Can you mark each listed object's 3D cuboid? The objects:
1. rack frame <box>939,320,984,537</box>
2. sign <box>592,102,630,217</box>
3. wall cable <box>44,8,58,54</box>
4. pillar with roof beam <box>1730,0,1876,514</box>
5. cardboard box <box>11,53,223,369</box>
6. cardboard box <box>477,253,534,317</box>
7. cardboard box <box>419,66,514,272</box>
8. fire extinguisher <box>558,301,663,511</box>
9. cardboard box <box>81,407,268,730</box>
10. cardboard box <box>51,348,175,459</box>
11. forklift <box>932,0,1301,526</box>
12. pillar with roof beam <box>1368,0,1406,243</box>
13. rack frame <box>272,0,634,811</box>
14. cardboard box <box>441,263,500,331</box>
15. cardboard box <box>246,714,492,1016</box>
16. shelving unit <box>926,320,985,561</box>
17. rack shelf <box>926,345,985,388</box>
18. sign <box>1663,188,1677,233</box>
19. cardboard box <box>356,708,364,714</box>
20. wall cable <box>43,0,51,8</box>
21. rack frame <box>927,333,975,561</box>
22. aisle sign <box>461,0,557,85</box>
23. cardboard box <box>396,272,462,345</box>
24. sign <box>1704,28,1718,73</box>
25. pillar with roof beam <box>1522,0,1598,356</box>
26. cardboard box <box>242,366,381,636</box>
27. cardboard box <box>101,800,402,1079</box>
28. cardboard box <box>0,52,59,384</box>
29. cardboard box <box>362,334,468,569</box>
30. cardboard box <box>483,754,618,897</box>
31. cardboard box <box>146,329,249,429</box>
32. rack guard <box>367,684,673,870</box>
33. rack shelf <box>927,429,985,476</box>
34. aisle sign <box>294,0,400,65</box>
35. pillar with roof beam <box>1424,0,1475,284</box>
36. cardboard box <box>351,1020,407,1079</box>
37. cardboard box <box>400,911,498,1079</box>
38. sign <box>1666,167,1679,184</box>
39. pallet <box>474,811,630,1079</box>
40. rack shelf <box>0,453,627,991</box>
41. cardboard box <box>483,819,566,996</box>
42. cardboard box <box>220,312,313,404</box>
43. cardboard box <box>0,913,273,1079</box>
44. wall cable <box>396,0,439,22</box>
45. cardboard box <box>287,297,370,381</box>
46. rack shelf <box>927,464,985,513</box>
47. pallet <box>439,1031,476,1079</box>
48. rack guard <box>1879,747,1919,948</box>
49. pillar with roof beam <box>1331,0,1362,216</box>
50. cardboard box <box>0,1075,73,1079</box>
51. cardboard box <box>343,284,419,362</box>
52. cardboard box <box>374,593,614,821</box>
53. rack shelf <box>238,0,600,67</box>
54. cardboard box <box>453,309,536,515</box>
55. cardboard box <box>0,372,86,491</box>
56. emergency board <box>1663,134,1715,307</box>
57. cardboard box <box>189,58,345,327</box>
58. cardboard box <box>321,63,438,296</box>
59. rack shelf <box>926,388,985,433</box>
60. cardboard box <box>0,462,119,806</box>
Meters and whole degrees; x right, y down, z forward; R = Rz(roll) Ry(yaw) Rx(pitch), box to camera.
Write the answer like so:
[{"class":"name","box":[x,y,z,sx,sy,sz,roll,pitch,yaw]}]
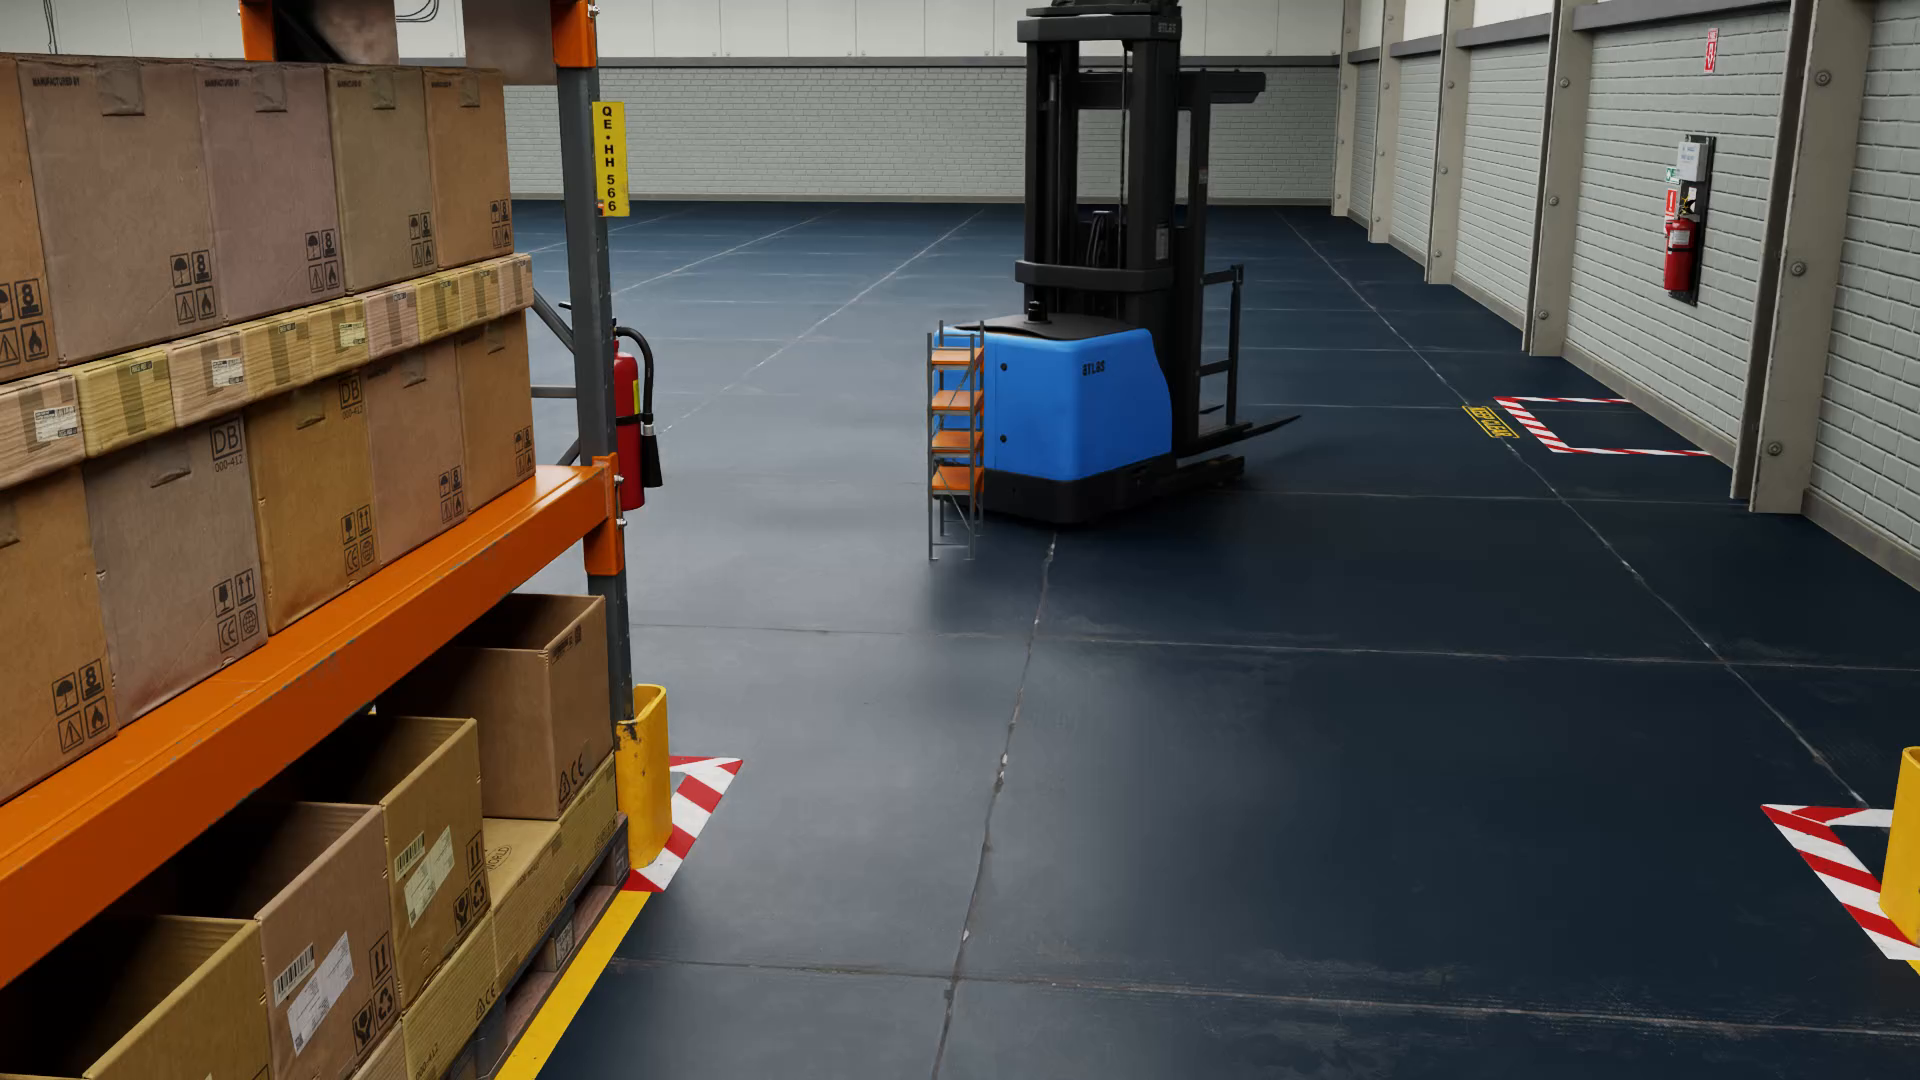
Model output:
[{"class":"rack frame","box":[0.009,-0.600,9.081,0.240,1.200,0.015,2,15,6]},{"class":"sign","box":[-1.018,-1.107,4.837,0.100,0.325,0.005,2,15,6]},{"class":"wall cable","box":[-22.120,-10.932,38.300,3.097,2.526,0.112,2,15,6]},{"class":"pillar with roof beam","box":[0.547,-4.680,9.231,9.100,9.000,0.400,2,15,6]},{"class":"cardboard box","box":[-1.793,-0.596,2.943,0.700,0.500,0.500,2,15,6]},{"class":"cardboard box","box":[-1.409,-0.710,4.606,0.380,0.149,0.250,1,15,5]},{"class":"cardboard box","box":[-1.627,-0.993,4.412,0.700,0.500,0.500,2,15,6]},{"class":"fire extinguisher","box":[-1.081,-0.433,5.164,0.296,0.674,0.183,2,15,6]},{"class":"cardboard box","box":[-1.793,0.021,3.147,0.700,0.500,0.500,2,15,8]},{"class":"cardboard box","box":[-1.613,-0.243,2.880,0.380,0.149,0.250,2,15,6]},{"class":"forklift","box":[1.150,-1.817,10.267,1.130,2.935,3.031,12,19,38]},{"class":"pillar with roof beam","box":[2.578,-9.349,26.496,9.100,9.000,0.400,2,15,6]},{"class":"rack frame","box":[-1.556,-0.453,5.091,1.000,3.000,0.127,2,15,6]},{"class":"cardboard box","box":[-1.437,-0.642,4.355,0.380,0.149,0.250,2,15,8]},{"class":"cardboard box","box":[-1.419,0.717,3.790,0.500,0.500,0.500,2,15,6]},{"class":"shelving unit","box":[-0.019,-0.536,8.847,0.258,1.200,0.503,2,15,6]},{"class":"rack shelf","box":[-0.019,-0.916,8.744,0.258,0.148,0.480,2,15,6]},{"class":"sign","box":[5.306,-2.455,12.425,0.001,0.329,0.234,2,15,6]},{"class":"cardboard box","box":[-1.892,0.572,4.328,0.500,0.500,0.500,2,15,6]},{"class":"wall cable","box":[-19.432,-13.290,37.346,3.097,2.526,0.112,2,15,6]},{"class":"rack frame","box":[-0.046,-0.473,8.613,0.240,1.200,0.015,2,15,6]},{"class":"aisle sign","box":[-1.256,-1.716,4.783,0.394,0.787,0.004,2,15,6]},{"class":"cardboard box","box":[-1.466,-0.576,4.110,0.380,0.149,0.250,1,15,5]},{"class":"sign","box":[5.241,-3.415,11.605,0.001,0.298,0.199,2,15,6]},{"class":"pillar with roof beam","box":[1.224,-6.236,14.986,9.100,9.000,0.400,2,15,6]},{"class":"cardboard box","box":[-1.737,-0.116,3.652,0.700,0.500,0.500,2,15,7]},{"class":"cardboard box","box":[-1.476,0.847,3.311,0.500,0.500,0.500,2,15,6]},{"class":"cardboard box","box":[-1.850,-0.466,2.464,0.700,0.500,0.500,2,15,6]},{"class":"cardboard box","box":[-1.675,-0.244,4.128,0.700,0.500,0.500,2,15,8]},{"class":"cardboard box","box":[-1.322,0.819,4.849,0.500,0.250,0.500,2,15,6]},{"class":"cardboard box","box":[-1.582,-0.307,3.118,0.380,0.149,0.250,1,15,5]},{"class":"rack guard","box":[-1.553,0.747,5.441,1.175,0.500,0.348,2,15,6]},{"class":"rack shelf","box":[-0.019,-0.471,8.864,0.258,0.148,0.480,2,15,6]},{"class":"aisle sign","box":[-1.852,-1.734,4.848,0.394,0.787,0.004,2,15,6]},{"class":"pillar with roof beam","box":[1.901,-7.792,20.741,9.100,9.000,0.400,2,15,6]},{"class":"cardboard box","box":[-1.480,1.209,3.409,0.500,0.250,0.500,2,15,6]},{"class":"cardboard box","box":[-1.422,1.079,3.888,0.500,0.250,0.500,2,15,6]},{"class":"sign","box":[5.297,-2.710,12.353,0.001,0.109,0.331,2,15,6]},{"class":"pallet","box":[-1.600,1.092,4.717,1.003,0.211,1.213,2,15,6]},{"class":"rack shelf","box":[-1.781,0.413,3.267,1.077,0.370,4.000,2,15,6]},{"class":"cardboard box","box":[-1.367,0.949,4.368,0.500,0.250,0.500,2,15,6]},{"class":"cardboard box","box":[-1.554,-0.374,3.364,0.380,0.149,0.250,2,15,8]},{"class":"cardboard box","box":[-1.531,0.976,2.831,0.500,0.500,0.500,2,15,6]},{"class":"wall cable","box":[-12.689,-13.789,36.401,2.305,6.003,0.169,2,15,6]},{"class":"cardboard box","box":[-1.526,-0.442,3.617,0.380,0.149,0.250,2,15,8]},{"class":"rack shelf","box":[-0.019,-0.280,8.916,0.258,0.148,0.480,2,15,6]},{"class":"pallet","box":[-1.740,1.408,3.550,1.003,0.211,1.213,2,15,6]},{"class":"rack guard","box":[3.358,0.918,4.809,1.175,0.500,0.348,2,15,6]},{"class":"pillar with roof beam","box":[3.255,-10.905,32.251,9.100,9.000,0.400,2,15,6]},{"class":"cardboard box","box":[-1.595,1.106,2.352,0.500,0.500,0.500,2,15,6]},{"class":"cardboard box","box":[-1.497,-0.510,3.869,0.380,0.149,0.250,2,15,7]},{"class":"cardboard box","box":[-1.320,0.457,4.751,0.500,0.500,0.500,2,15,6]},{"class":"rack shelf","box":[-1.781,-1.035,2.875,1.077,0.370,4.000,2,15,6]},{"class":"cardboard box","box":[-1.621,-0.381,4.632,0.700,0.500,0.500,2,15,6]},{"class":"cardboard box","box":[-1.643,-0.175,2.630,0.380,0.149,0.250,1,15,5]},{"class":"emergency board","box":[5.141,-2.297,11.911,0.194,1.169,0.643,2,15,6]},{"class":"cardboard box","box":[-1.737,-0.726,3.423,0.700,0.500,0.500,2,15,6]},{"class":"cardboard box","box":[-1.681,-0.857,3.907,0.700,0.500,0.500,1,15,5]},{"class":"rack shelf","box":[-0.019,-0.687,8.806,0.258,0.148,0.480,2,15,6]},{"class":"cardboard box","box":[-1.849,0.154,2.655,0.700,0.500,0.500,2,15,7]}]
